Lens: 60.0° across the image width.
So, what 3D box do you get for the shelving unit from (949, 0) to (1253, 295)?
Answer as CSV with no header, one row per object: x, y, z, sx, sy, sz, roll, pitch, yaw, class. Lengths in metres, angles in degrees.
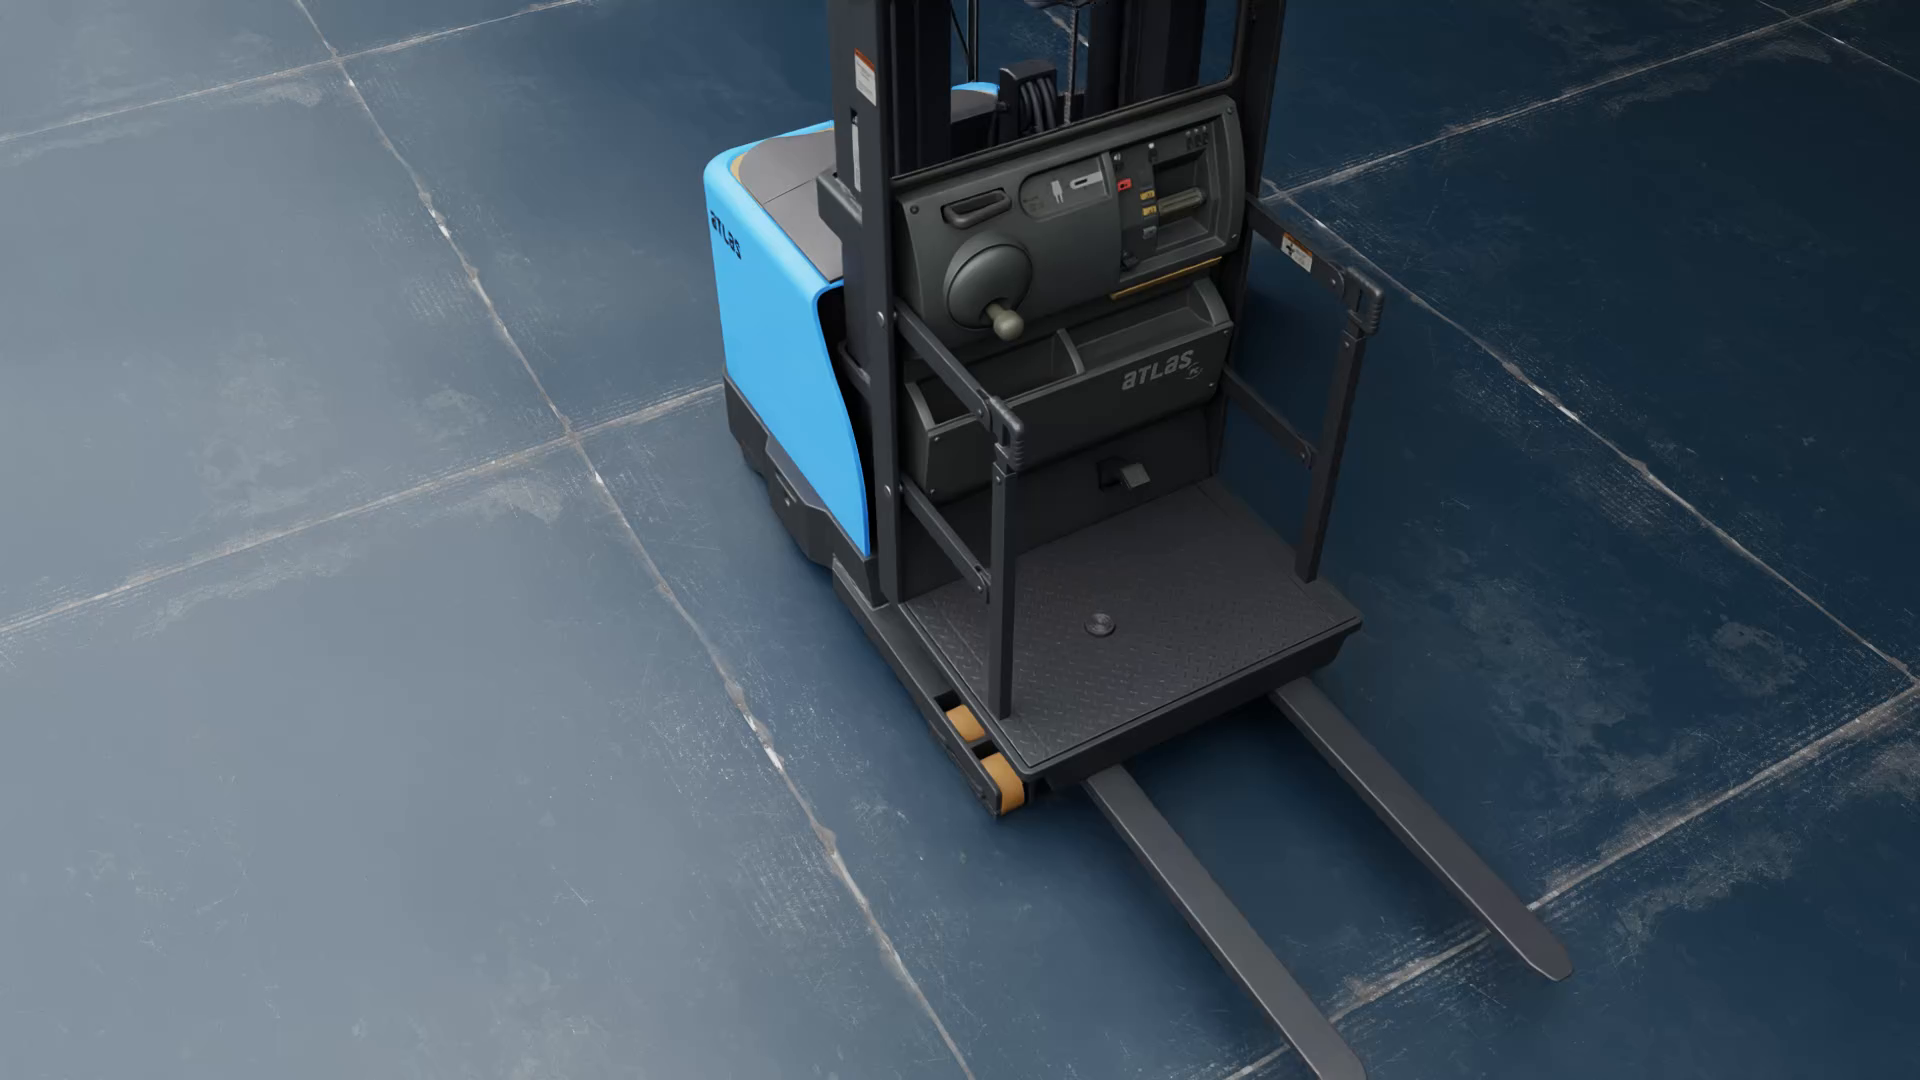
0.480,-1.373,5.588,1.083,1.500,0.587,9,45,9,shelving unit

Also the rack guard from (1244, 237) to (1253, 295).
0.966,-0.850,5.946,0.087,0.250,0.587,9,45,9,rack guard

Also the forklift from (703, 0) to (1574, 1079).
0.398,-0.683,3.849,1.130,2.935,3.031,-22,48,-21,forklift

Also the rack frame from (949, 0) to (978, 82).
-0.008,-1.449,5.666,0.032,1.500,0.500,9,45,9,rack frame
